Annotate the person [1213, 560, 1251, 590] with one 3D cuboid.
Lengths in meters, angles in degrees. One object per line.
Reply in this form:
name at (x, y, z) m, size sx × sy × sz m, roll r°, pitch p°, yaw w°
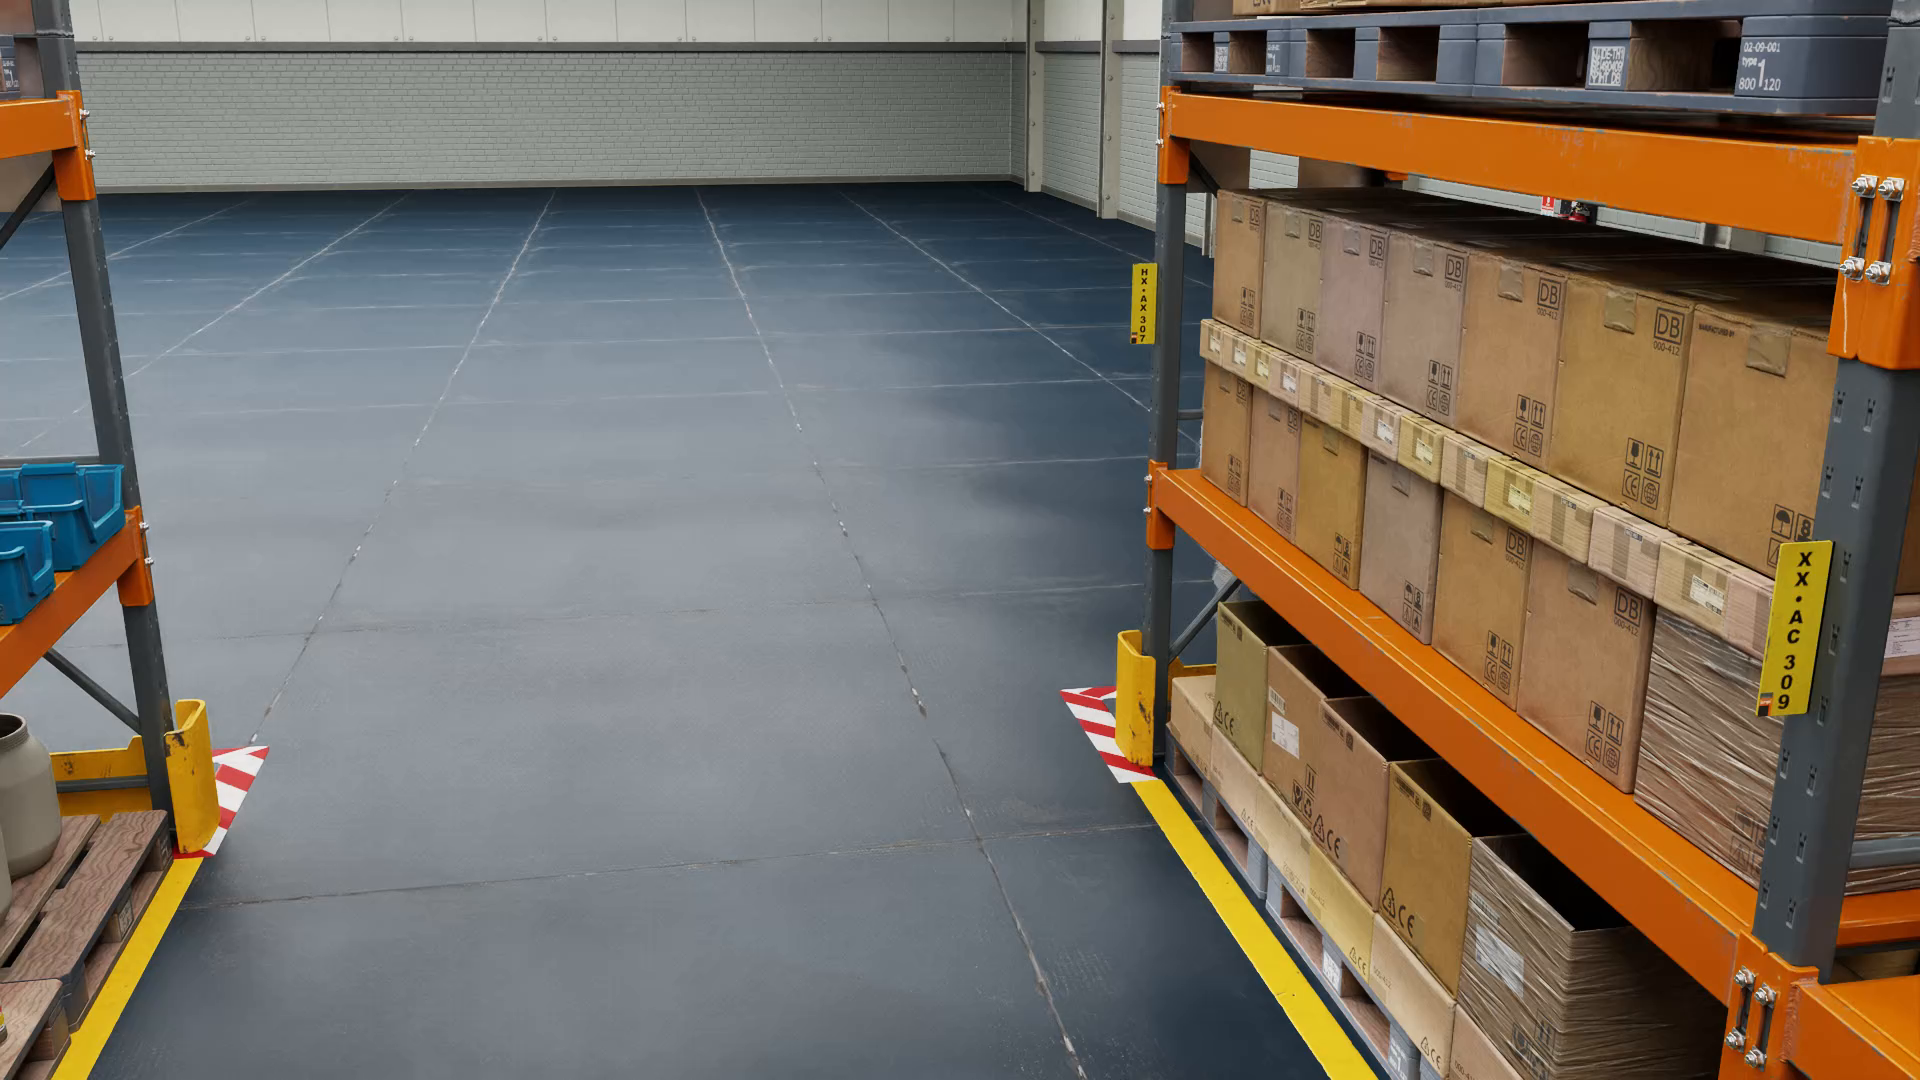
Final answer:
person at (1.633, -0.547, 9.331) m, size 0.487 × 1.731 × 0.478 m, roll 2°, pitch 17°, yaw 6°
